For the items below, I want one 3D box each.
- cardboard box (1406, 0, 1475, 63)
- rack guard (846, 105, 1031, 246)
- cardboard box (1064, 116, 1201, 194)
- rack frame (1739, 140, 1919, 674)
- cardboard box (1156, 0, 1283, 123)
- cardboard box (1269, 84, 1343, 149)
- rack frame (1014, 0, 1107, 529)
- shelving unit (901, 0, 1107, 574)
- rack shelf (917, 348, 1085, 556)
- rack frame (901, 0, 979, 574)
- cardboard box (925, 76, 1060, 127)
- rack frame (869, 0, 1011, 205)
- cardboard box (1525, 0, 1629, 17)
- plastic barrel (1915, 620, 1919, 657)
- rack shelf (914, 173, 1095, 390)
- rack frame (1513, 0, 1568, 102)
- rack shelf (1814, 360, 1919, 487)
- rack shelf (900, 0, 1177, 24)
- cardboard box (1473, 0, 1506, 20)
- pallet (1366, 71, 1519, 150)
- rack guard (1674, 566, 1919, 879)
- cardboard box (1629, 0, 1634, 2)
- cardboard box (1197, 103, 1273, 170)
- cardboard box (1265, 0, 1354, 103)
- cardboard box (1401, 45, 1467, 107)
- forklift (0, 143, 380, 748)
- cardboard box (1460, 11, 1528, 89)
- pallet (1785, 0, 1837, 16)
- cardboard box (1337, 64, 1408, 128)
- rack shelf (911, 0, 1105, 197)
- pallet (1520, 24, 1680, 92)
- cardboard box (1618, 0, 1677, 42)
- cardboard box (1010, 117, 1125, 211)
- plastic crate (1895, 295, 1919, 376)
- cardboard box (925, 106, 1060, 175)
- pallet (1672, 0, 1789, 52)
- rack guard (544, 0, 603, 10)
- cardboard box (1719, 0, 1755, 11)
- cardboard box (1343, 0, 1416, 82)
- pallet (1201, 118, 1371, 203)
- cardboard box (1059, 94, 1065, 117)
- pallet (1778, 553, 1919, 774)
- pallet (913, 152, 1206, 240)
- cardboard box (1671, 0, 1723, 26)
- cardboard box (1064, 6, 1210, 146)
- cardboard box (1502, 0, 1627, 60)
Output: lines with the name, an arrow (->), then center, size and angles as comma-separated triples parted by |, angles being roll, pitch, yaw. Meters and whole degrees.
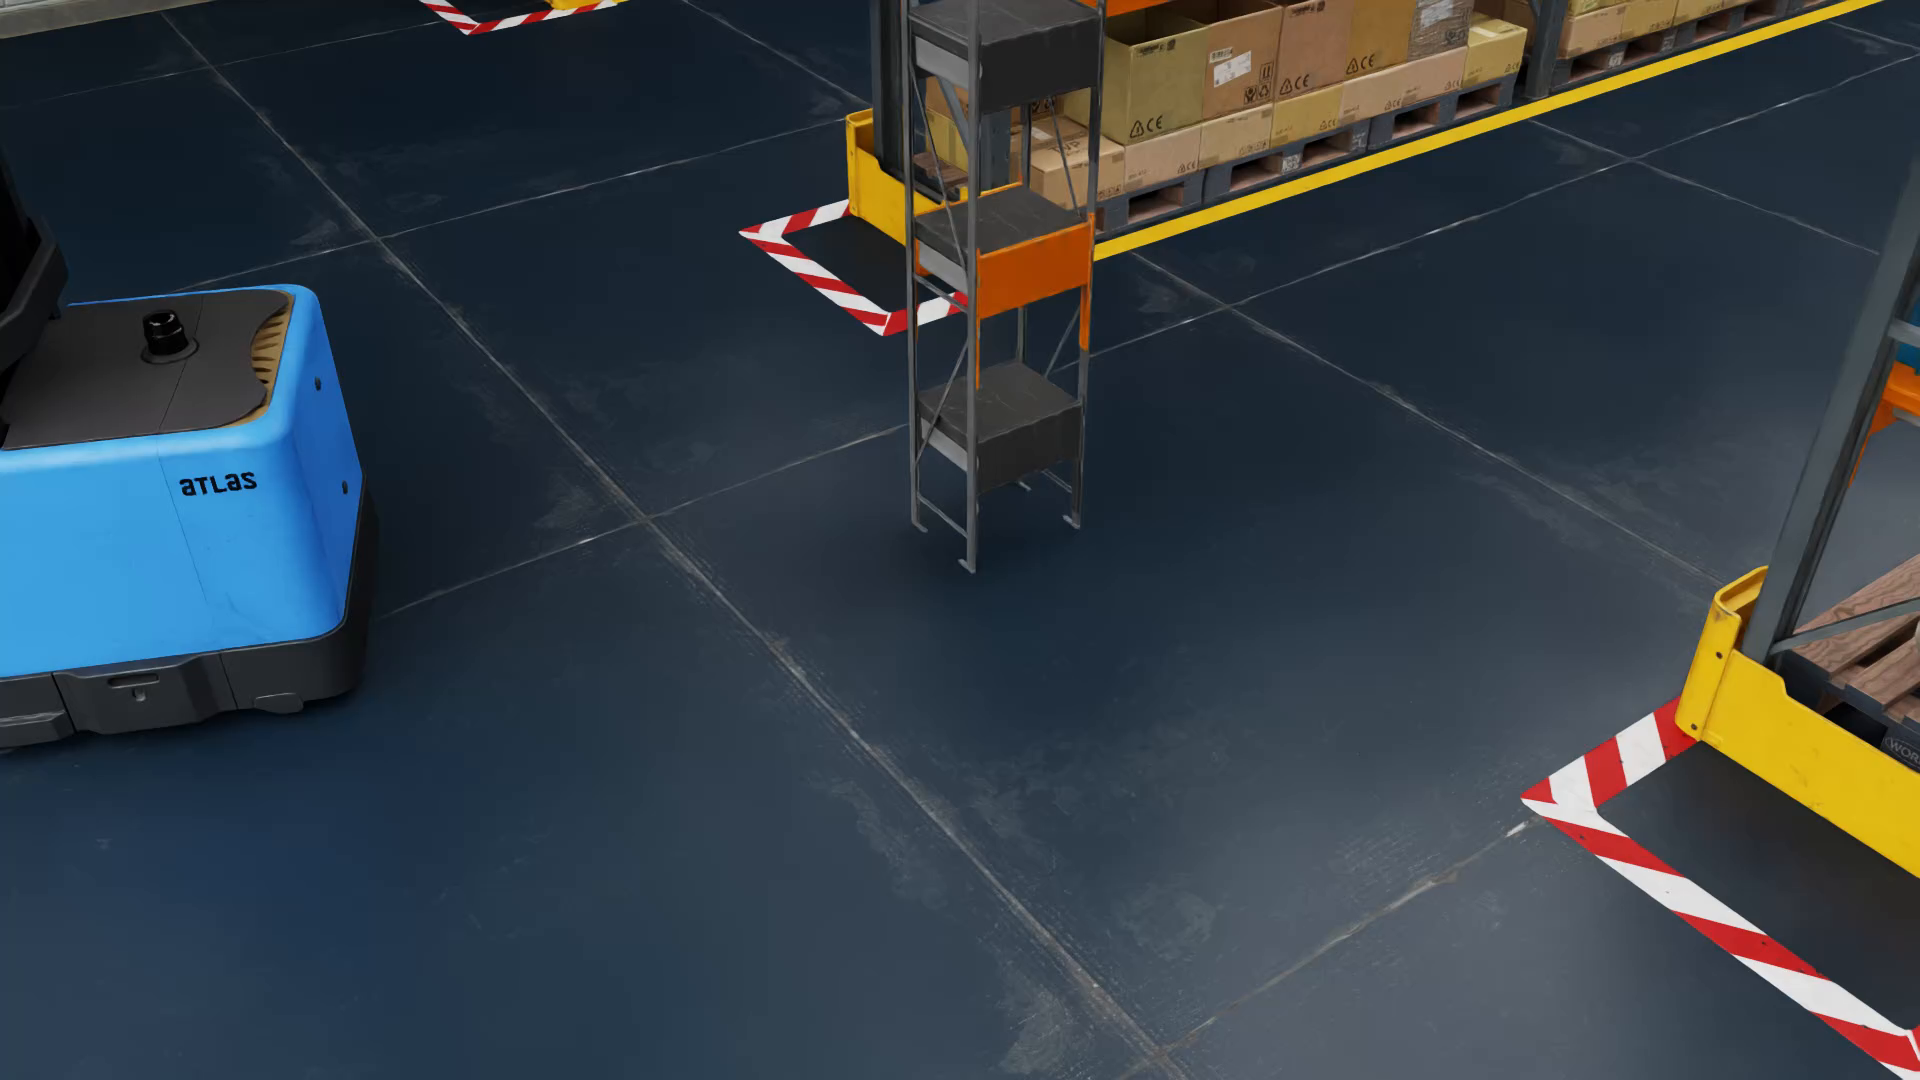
cardboard box -> 2.498, -3.008, 9.216 | 0.500, 0.500, 0.500 | -22, 41, -28
rack guard -> -0.122, -1.704, 8.191 | 0.348, 0.500, 1.175 | -22, 41, -28
cardboard box -> 0.870, -2.025, 8.492 | 0.500, 0.250, 0.500 | -22, 41, -28
rack frame -> 2.748, -0.361, 4.183 | 0.127, 3.000, 1.000 | -22, 41, -28
cardboard box -> 1.273, -2.503, 8.514 | 0.500, 0.500, 0.500 | -22, 41, -28
cardboard box -> 1.691, -2.359, 8.956 | 0.500, 0.250, 0.500 | -22, 41, -28
rack frame -> 0.335, -0.990, 5.828 | 0.015, 2.100, 0.400 | -22, 41, -28
shelving unit -> 0.135, -0.908, 5.714 | 0.503, 2.100, 0.431 | -22, 41, -28
rack shelf -> 0.135, -0.329, 6.131 | 0.480, 0.518, 0.431 | -22, 41, -28
rack frame -> -0.064, -0.826, 5.600 | 0.015, 2.100, 0.400 | -22, 41, -28
cardboard box -> 0.164, -2.408, 8.382 | 0.500, 0.500, 0.500 | -22, 41, -28
rack frame -> -0.103, -2.727, 7.472 | 0.127, 3.000, 1.000 | -22, 41, -28
cardboard box -> 3.648, -3.374, 9.887 | 0.500, 0.311, 0.500 | -22, 41, -28
plastic barrel -> 3.242, 0.220, 5.146 | 0.421, 0.512, 0.421 | 0, 36, 0
rack shelf -> 0.135, -0.897, 5.722 | 0.480, 0.518, 0.431 | -22, 41, -28
rack frame -> 3.167, -4.072, 9.343 | 0.127, 3.000, 1.000 | -22, 41, -28
rack shelf -> 4.382, -0.742, 5.329 | 4.000, 0.370, 1.077 | -22, 41, -28
rack shelf -> 1.532, -3.107, 8.617 | 4.000, 0.370, 1.077 | -22, 41, -28
cardboard box -> 3.339, -3.404, 10.409 | 0.500, 0.250, 0.500 | -23, 42, -28
pallet -> 2.493, -2.693, 9.813 | 1.213, 0.211, 1.003 | -22, 41, -28
rack guard -> 2.783, 0.605, 4.980 | 0.348, 0.500, 1.175 | -22, 41, -28
cardboard box -> 4.060, -3.540, 10.118 | 0.500, 0.311, 0.500 | -23, 42, -28
cardboard box -> 1.279, -2.193, 8.725 | 0.500, 0.250, 0.500 | -22, 41, -28
cardboard box -> 1.691, -2.663, 8.736 | 0.500, 0.500, 0.500 | -22, 41, -28
cardboard box -> 2.499, -2.702, 9.434 | 0.500, 0.250, 0.500 | -22, 41, -28
forklift -> -3.549, -0.743, 4.773 | 3.031, 2.935, 1.130 | -7, 36, -10
cardboard box -> 2.914, -2.866, 9.661 | 0.500, 0.250, 0.500 | -22, 41, -28
pallet -> 5.741, -4.027, 11.669 | 1.213, 0.211, 1.003 | -22, 41, -28
cardboard box -> 2.099, -2.527, 9.190 | 0.500, 0.250, 0.500 | -22, 41, -28
rack shelf -> 0.135, -1.465, 5.314 | 0.480, 0.518, 0.431 | -22, 41, -28
pallet -> 3.747, -3.206, 10.527 | 1.213, 0.211, 1.003 | -22, 41, -28
cardboard box -> 4.058, -3.315, 10.285 | 0.500, 0.250, 0.500 | -21, 41, -27
cardboard box -> 0.464, -1.855, 8.256 | 0.500, 0.250, 0.500 | -22, 41, -28
plastic crate -> 2.984, -0.612, 4.659 | 0.616, 0.251, 0.499 | -22, 41, -28
cardboard box -> 0.165, -2.102, 8.599 | 0.500, 0.250, 0.500 | -22, 41, -28
pallet -> 4.745, -3.619, 11.101 | 1.213, 0.211, 1.003 | -22, 41, -28
rack guard -> -2.897, -4.100, 11.523 | 0.348, 0.500, 1.175 | -22, 41, -28
cardboard box -> 4.896, -3.661, 10.767 | 0.500, 0.250, 0.500 | -22, 41, -27
cardboard box -> 2.092, -2.838, 8.980 | 0.500, 0.500, 0.500 | -22, 41, -28
pallet -> 1.495, -2.280, 9.239 | 1.213, 0.211, 1.003 | -22, 41, -28
cardboard box -> 0.567, -2.276, 8.841 | 0.500, 0.250, 0.500 | -22, 41, -28
pallet -> 3.450, 0.452, 5.441 | 1.213, 0.211, 1.003 | -22, 41, -28
pallet -> 0.498, -1.872, 8.672 | 1.213, 0.211, 1.003 | -22, 41, -28
cardboard box -> 4.480, -3.491, 10.530 | 0.500, 0.250, 0.500 | -24, 42, -29
cardboard box -> 0.871, -2.329, 8.272 | 0.500, 0.500, 0.500 | -22, 41, -28
cardboard box -> 3.639, -3.144, 10.047 | 0.500, 0.250, 0.500 | -23, 42, -29
